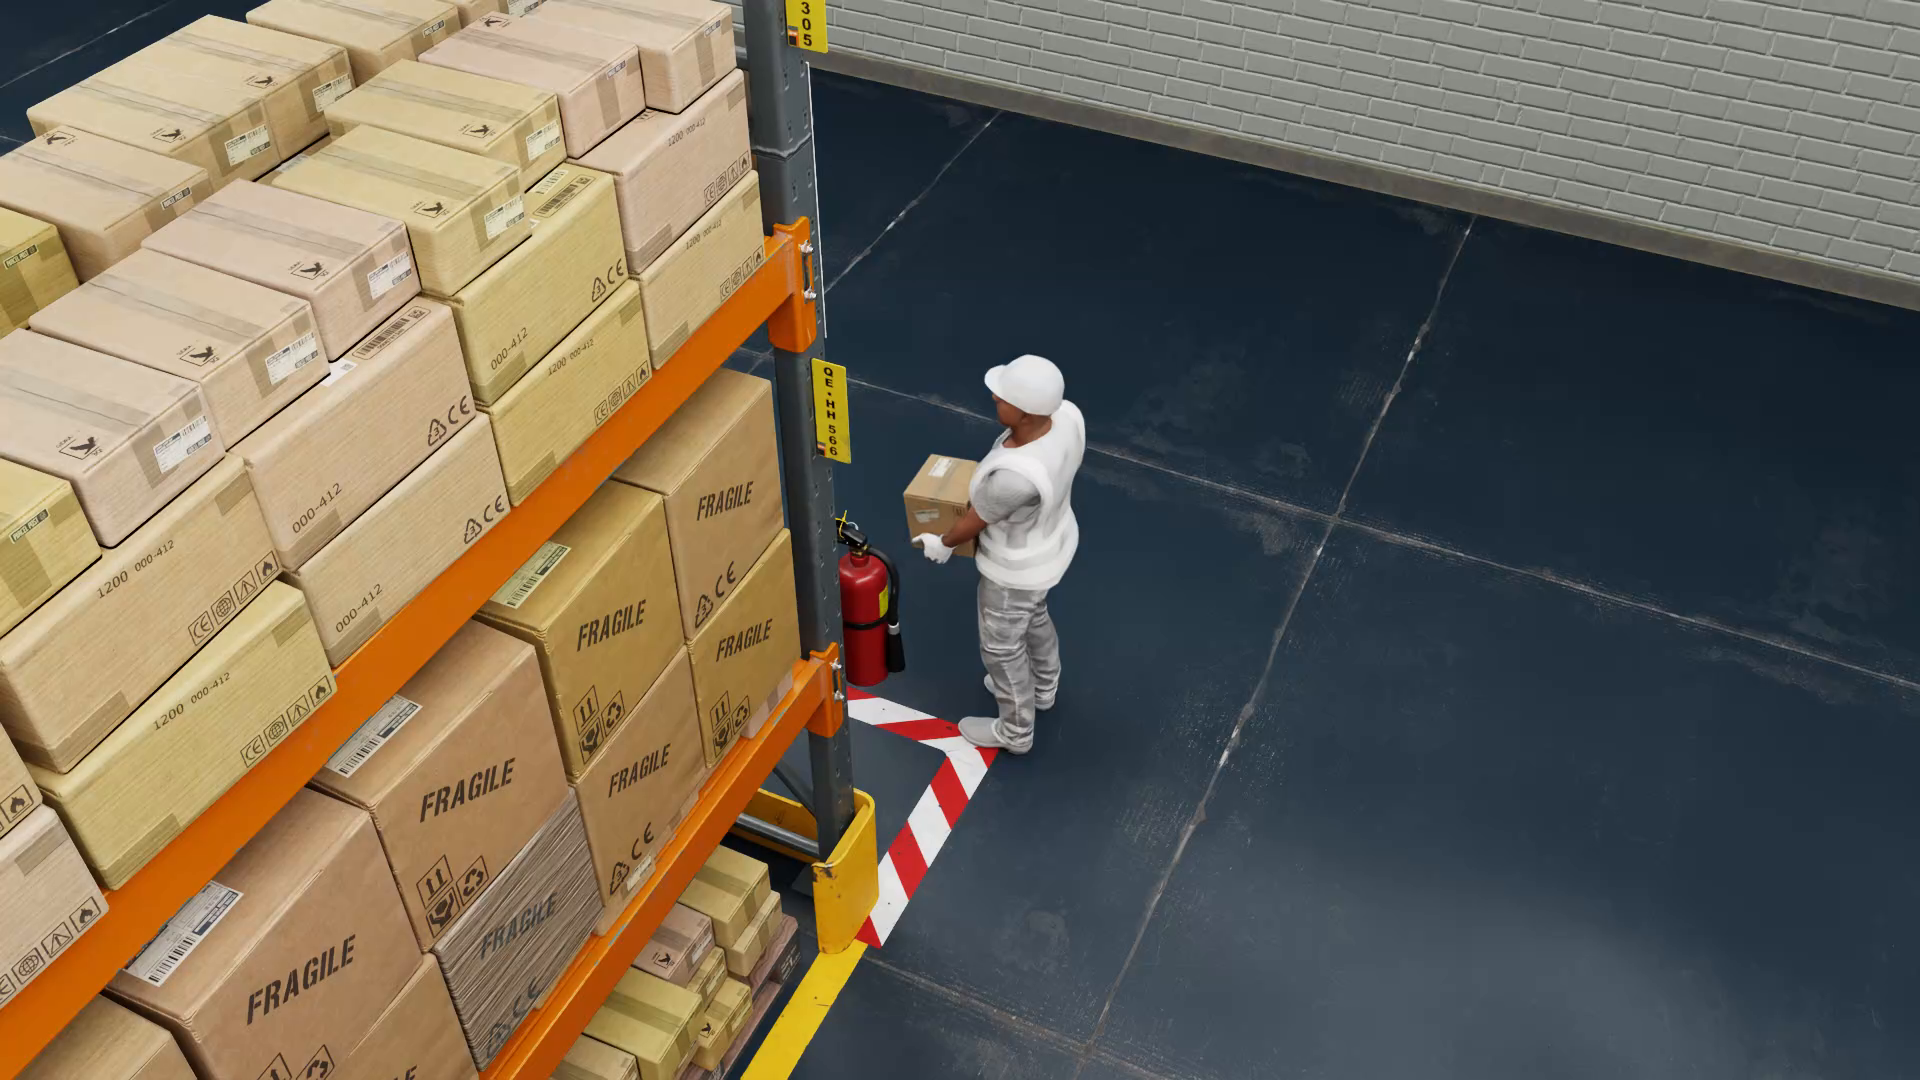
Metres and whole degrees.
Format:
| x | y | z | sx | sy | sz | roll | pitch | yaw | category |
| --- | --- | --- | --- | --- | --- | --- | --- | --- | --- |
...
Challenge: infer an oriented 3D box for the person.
| x | y | z | sx | sy | sz | roll | pitch | yaw | category |
| --- | --- | --- | --- | --- | --- | --- | --- | --- | --- |
| 0.132 | 0.038 | 6.102 | 0.566 | 1.782 | 0.489 | 16 | 44 | 17 | person |
